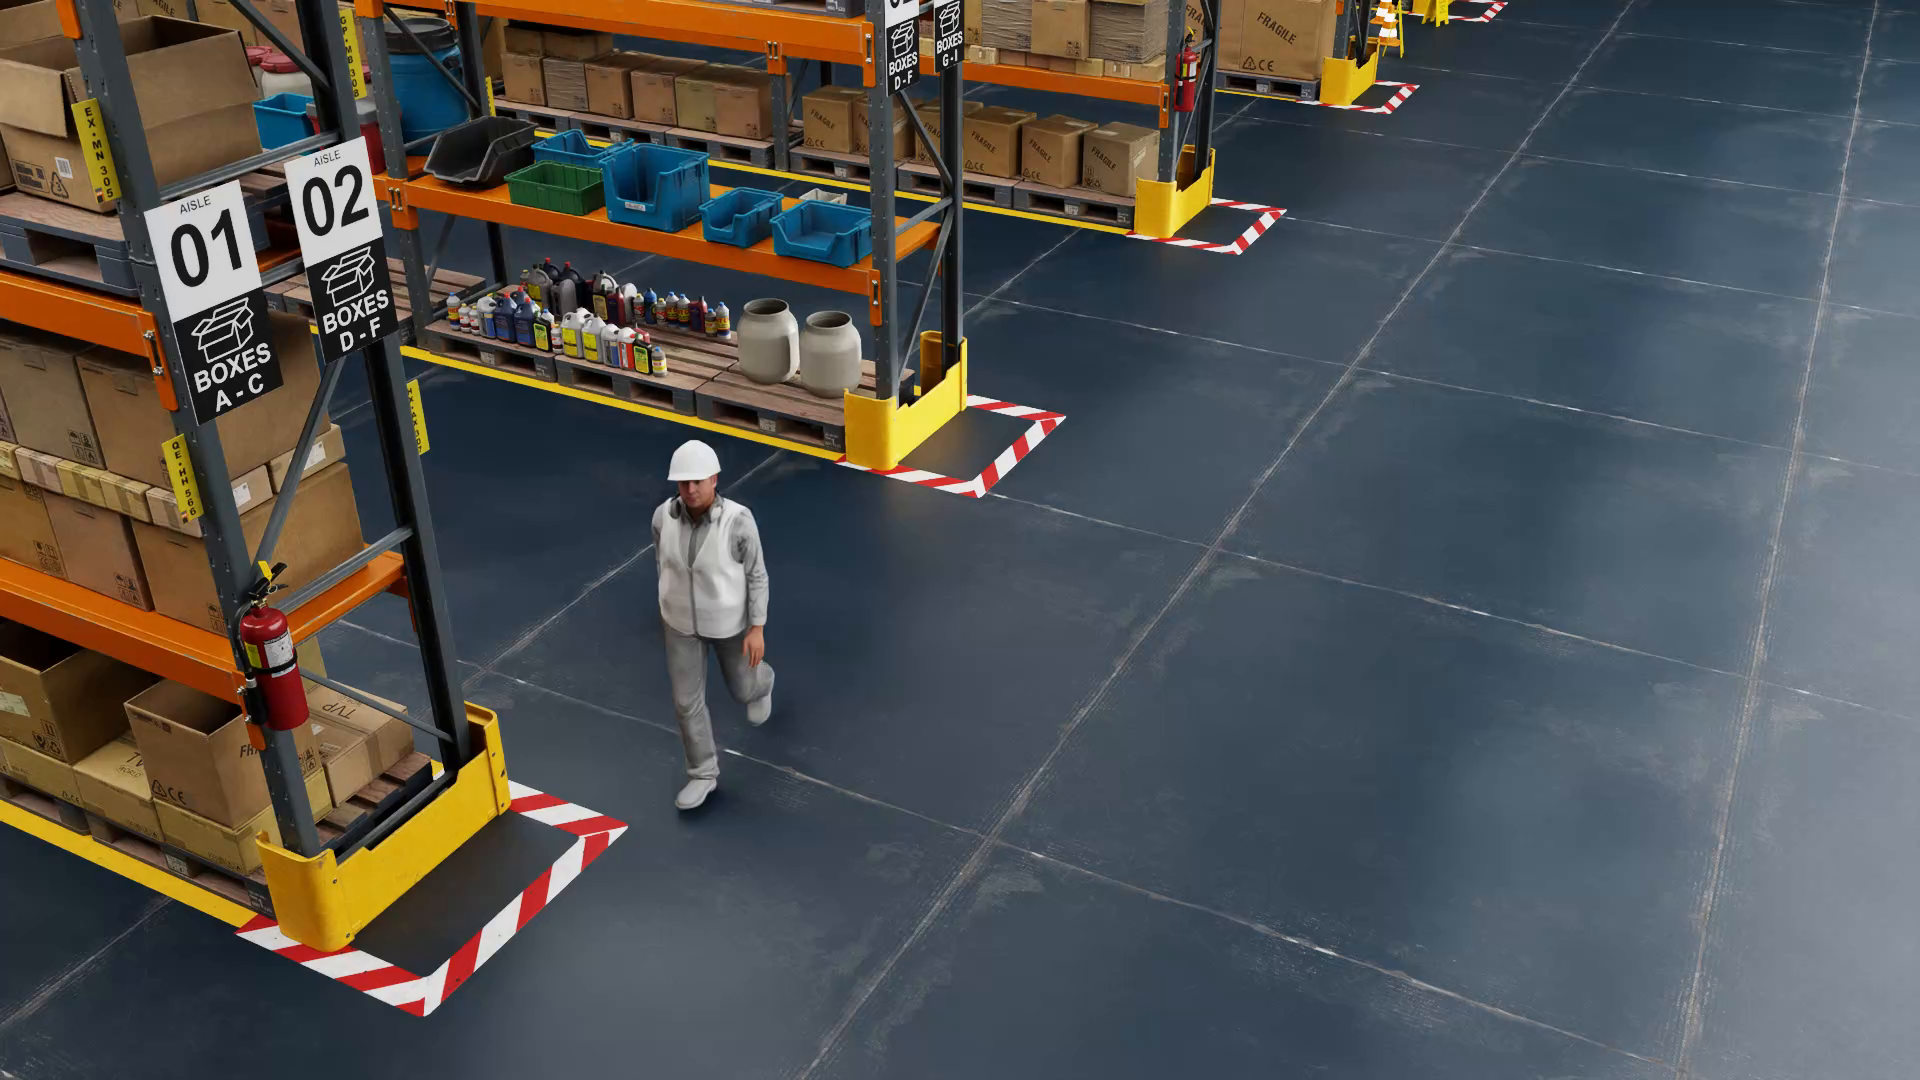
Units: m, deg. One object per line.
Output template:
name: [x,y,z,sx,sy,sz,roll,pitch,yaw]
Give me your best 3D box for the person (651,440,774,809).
person: [-1.131,0.325,7.702,0.557,1.745,0.922,6,30,9]
